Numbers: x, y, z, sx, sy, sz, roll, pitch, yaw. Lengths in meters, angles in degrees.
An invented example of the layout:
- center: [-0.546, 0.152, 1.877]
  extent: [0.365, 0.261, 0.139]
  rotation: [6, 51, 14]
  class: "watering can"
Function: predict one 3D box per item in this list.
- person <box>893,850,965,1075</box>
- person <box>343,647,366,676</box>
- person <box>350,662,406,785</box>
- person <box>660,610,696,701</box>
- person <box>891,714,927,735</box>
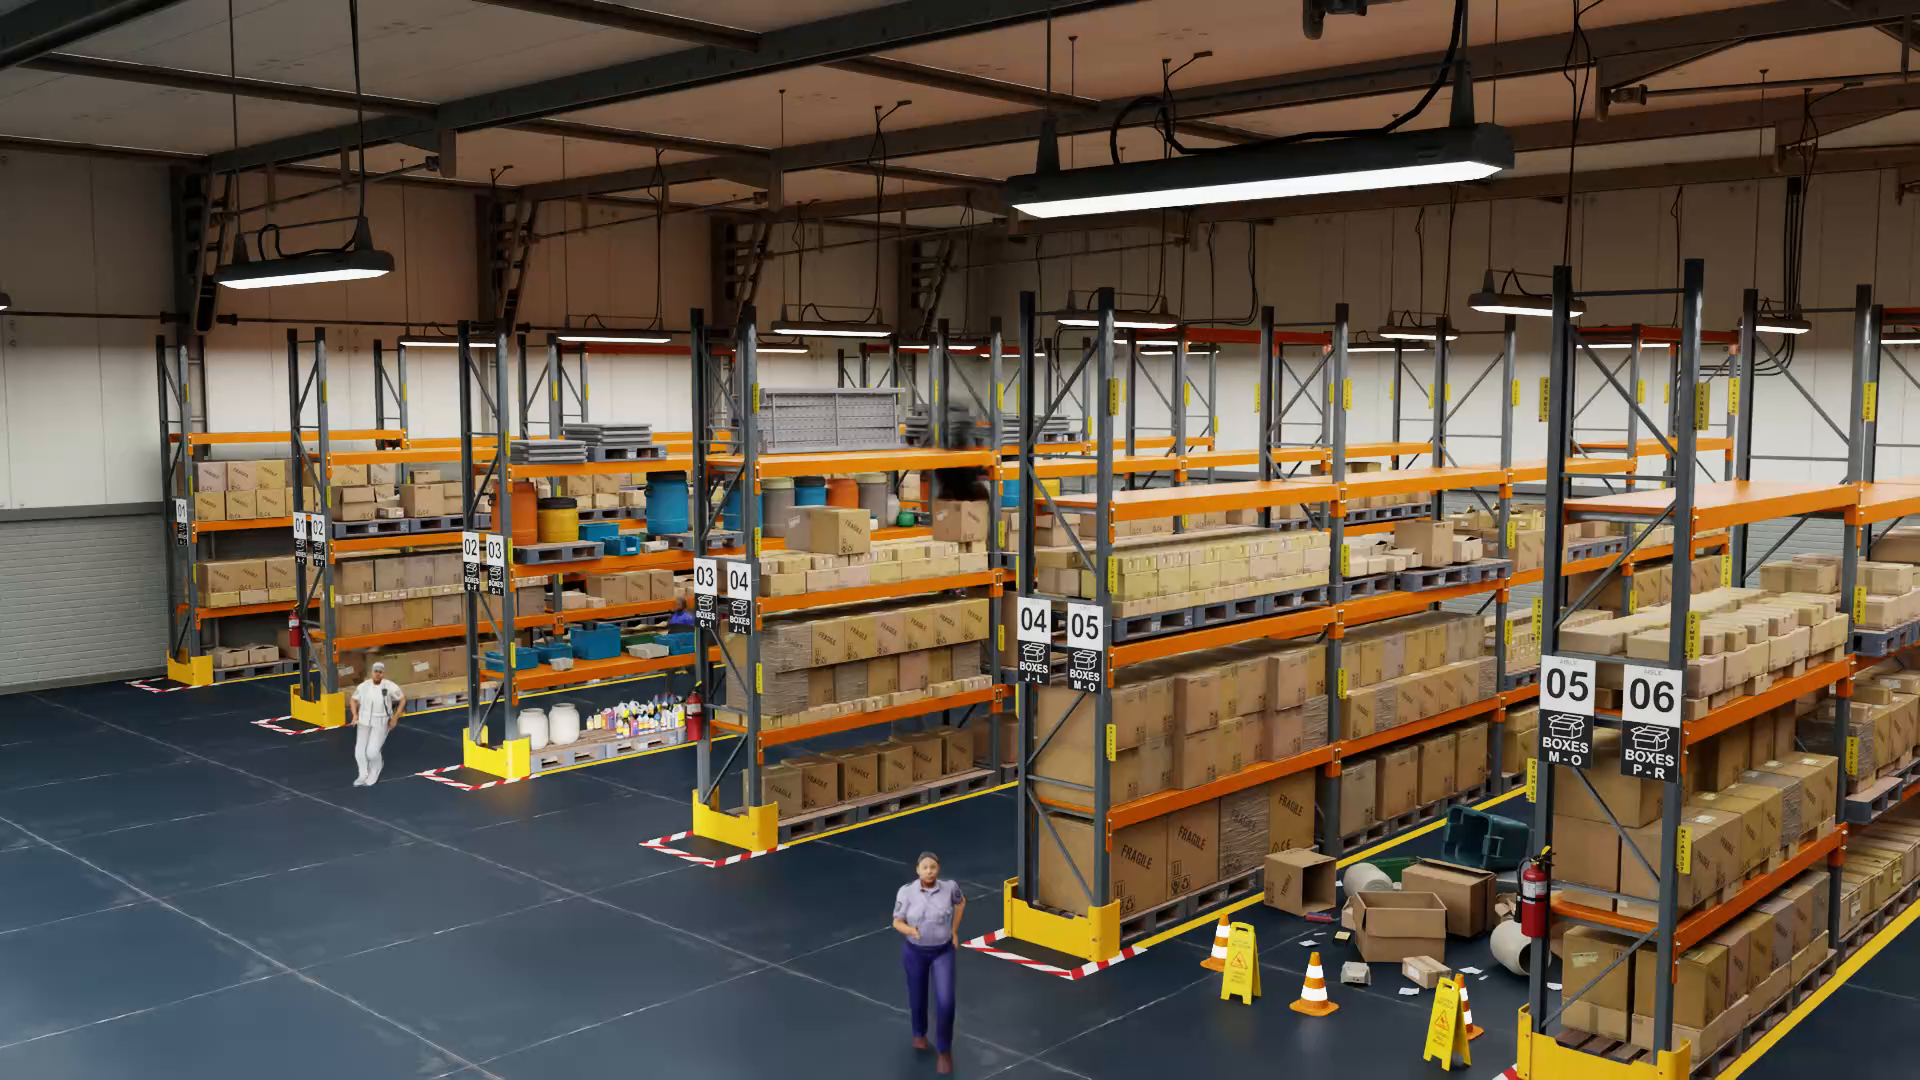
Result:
- center: [-0.231, 3.179, 12.597]
  extent: [0.554, 1.687, 0.758]
  rotation: [0, 5, -1]
  class: "person"
- center: [-10.141, 1.725, 27.864]
  extent: [0.599, 1.652, 0.539]
  rotation: [3, 6, 33]
  class: "person"
- center: [-7.490, 2.362, 21.298]
  extent: [0.666, 1.606, 0.567]
  rotation: [0, 5, 0]
  class: "person"
- center: [-4.566, 1.865, 27.264]
  extent: [0.531, 1.445, 0.935]
  rotation: [3, 6, 31]
  class: "person"
- center: [-0.709, 2.130, 23.503]
  extent: [0.411, 1.763, 0.756]
  rotation: [5, 7, 41]
  class: "person"
